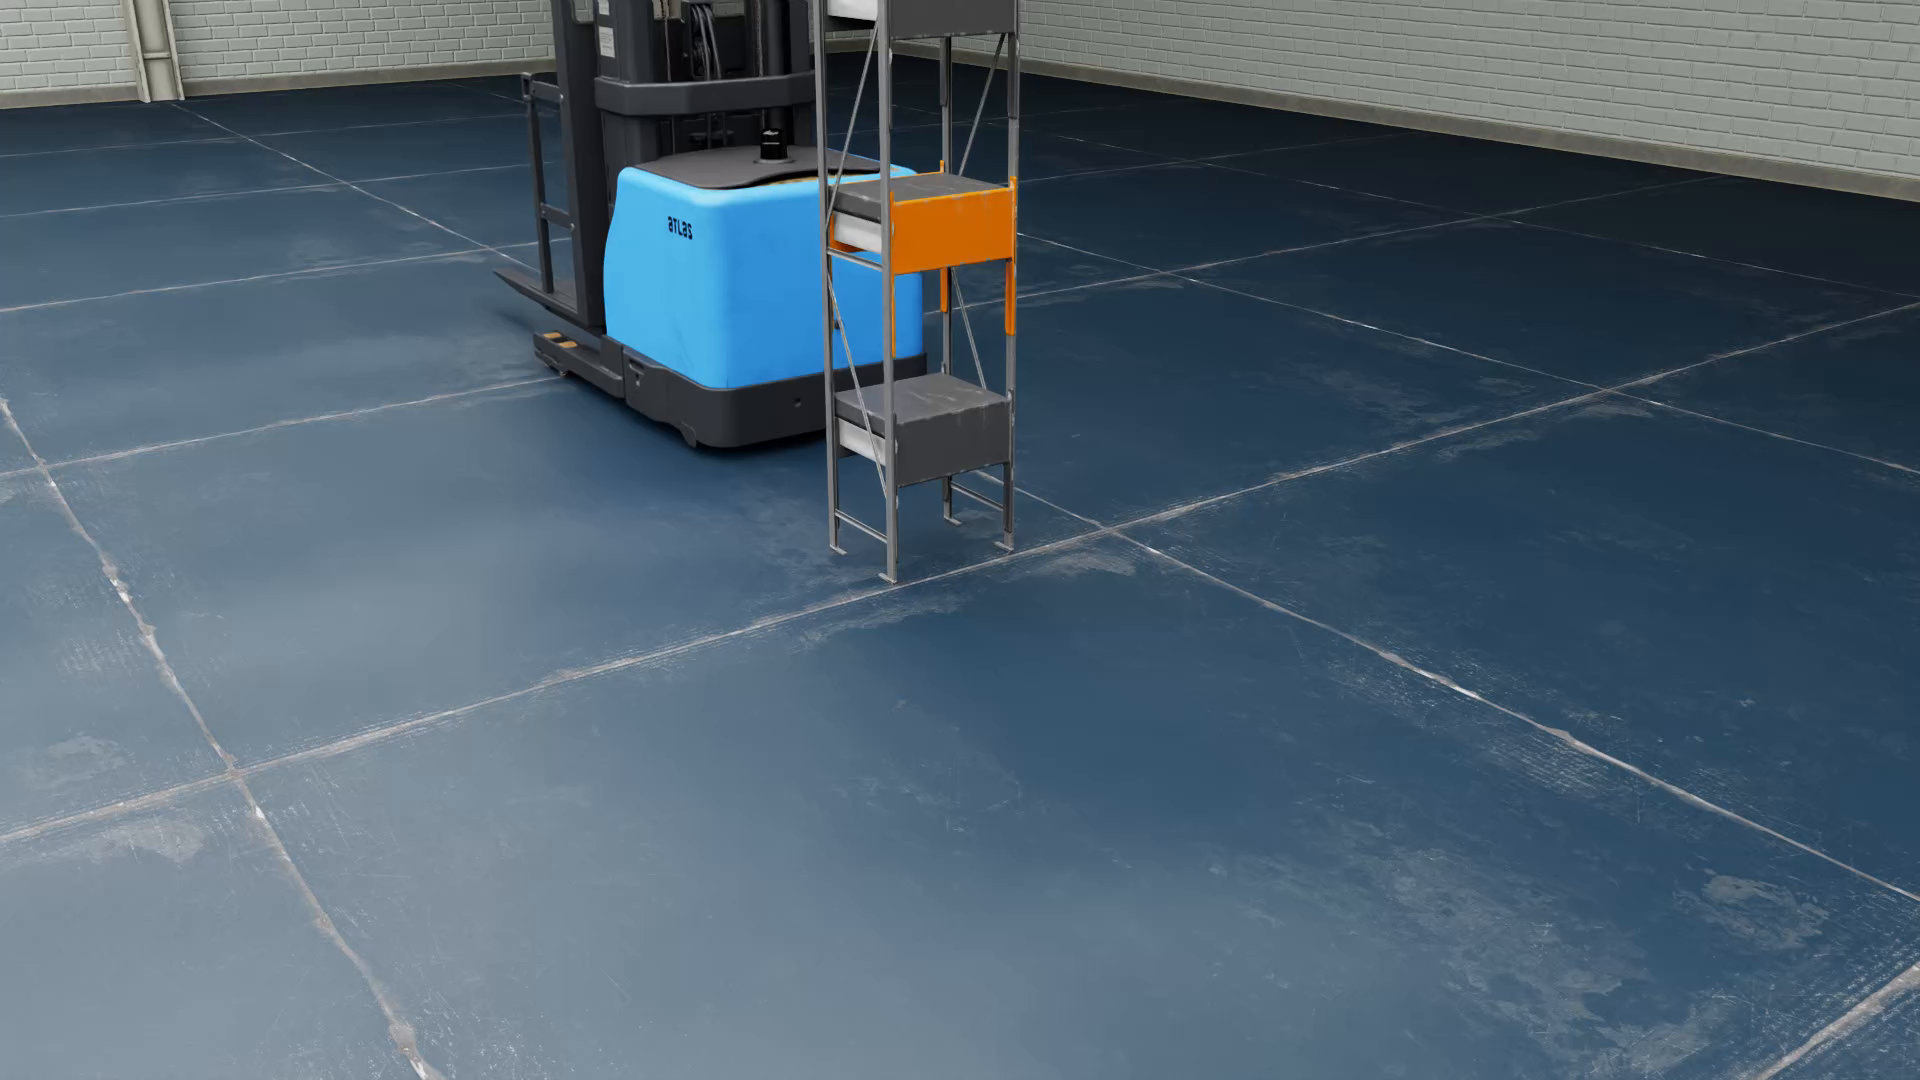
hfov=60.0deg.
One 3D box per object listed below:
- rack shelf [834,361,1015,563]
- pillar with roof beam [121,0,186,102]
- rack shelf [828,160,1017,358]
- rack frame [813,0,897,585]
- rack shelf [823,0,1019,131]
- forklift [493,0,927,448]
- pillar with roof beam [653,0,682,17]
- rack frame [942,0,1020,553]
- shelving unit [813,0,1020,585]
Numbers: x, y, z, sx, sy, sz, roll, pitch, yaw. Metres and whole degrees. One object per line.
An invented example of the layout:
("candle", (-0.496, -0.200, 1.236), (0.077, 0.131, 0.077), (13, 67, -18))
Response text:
("rack shelf", (-0.134, -0.277, 5.682), (0.480, 0.518, 0.431), (-15, 26, -33))
("pillar with roof beam", (-5.902, -7.531, 12.626), (0.400, 9.000, 9.100), (-15, 26, -33))
("rack shelf", (-0.134, -0.927, 5.422), (0.480, 0.518, 0.431), (-15, 26, -33))
("rack frame", (-0.332, -0.887, 5.285), (0.015, 2.100, 0.400), (-15, 26, -33))
("rack shelf", (-0.134, -1.577, 5.163), (0.480, 0.518, 0.431), (-15, 26, -33))
("forklift", (-1.386, -2.219, 7.503), (1.130, 2.935, 3.031), (-14, 26, -32))
("pillar with roof beam", (-1.031, -8.829, 15.881), (0.400, 9.000, 9.100), (-15, 26, -33))
("rack frame", (0.064, -0.992, 5.550), (0.015, 2.100, 0.400), (-15, 26, -33))
("shelving unit", (-0.134, -0.939, 5.417), (0.503, 2.100, 0.431), (-15, 26, -33))
